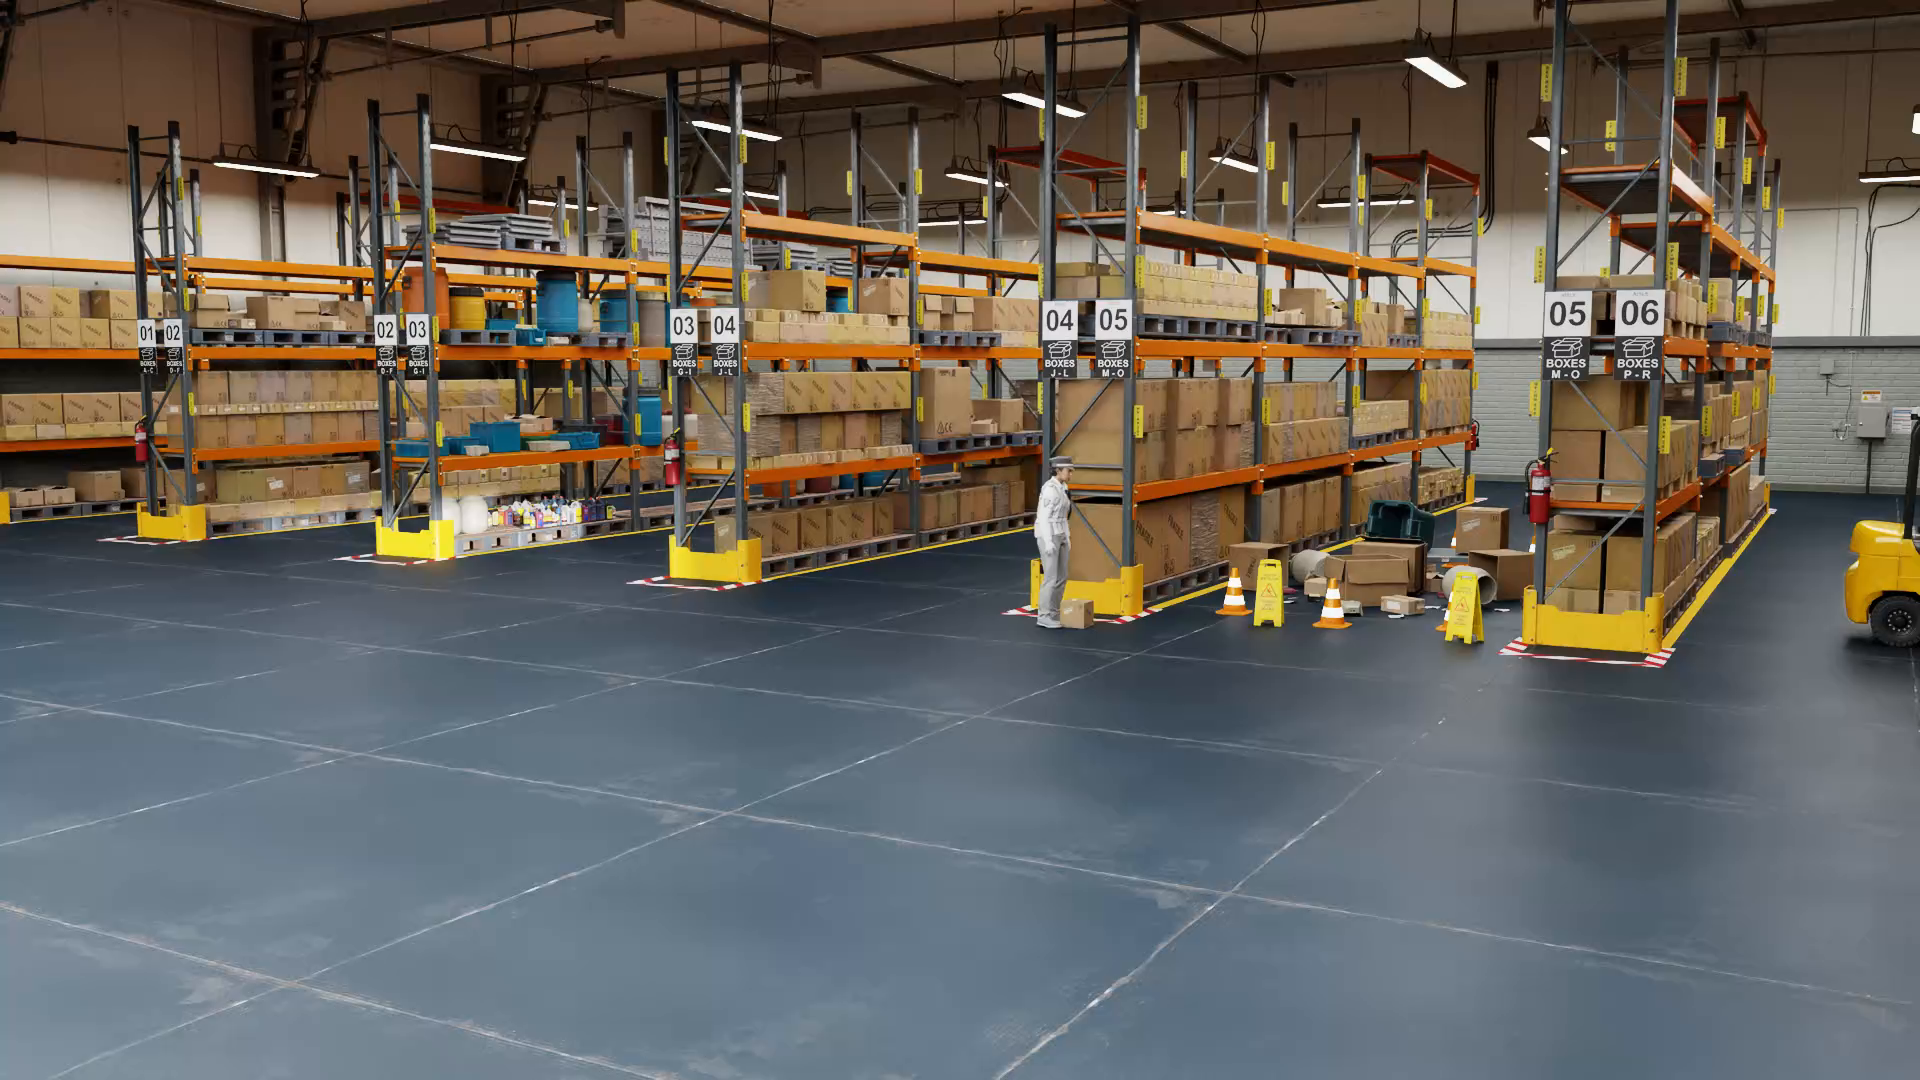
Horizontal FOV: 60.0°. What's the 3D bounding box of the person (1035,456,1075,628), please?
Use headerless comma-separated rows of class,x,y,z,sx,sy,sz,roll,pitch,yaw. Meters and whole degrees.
person,0.938,0.006,16.300,0.377,1.663,0.538,3,7,27
